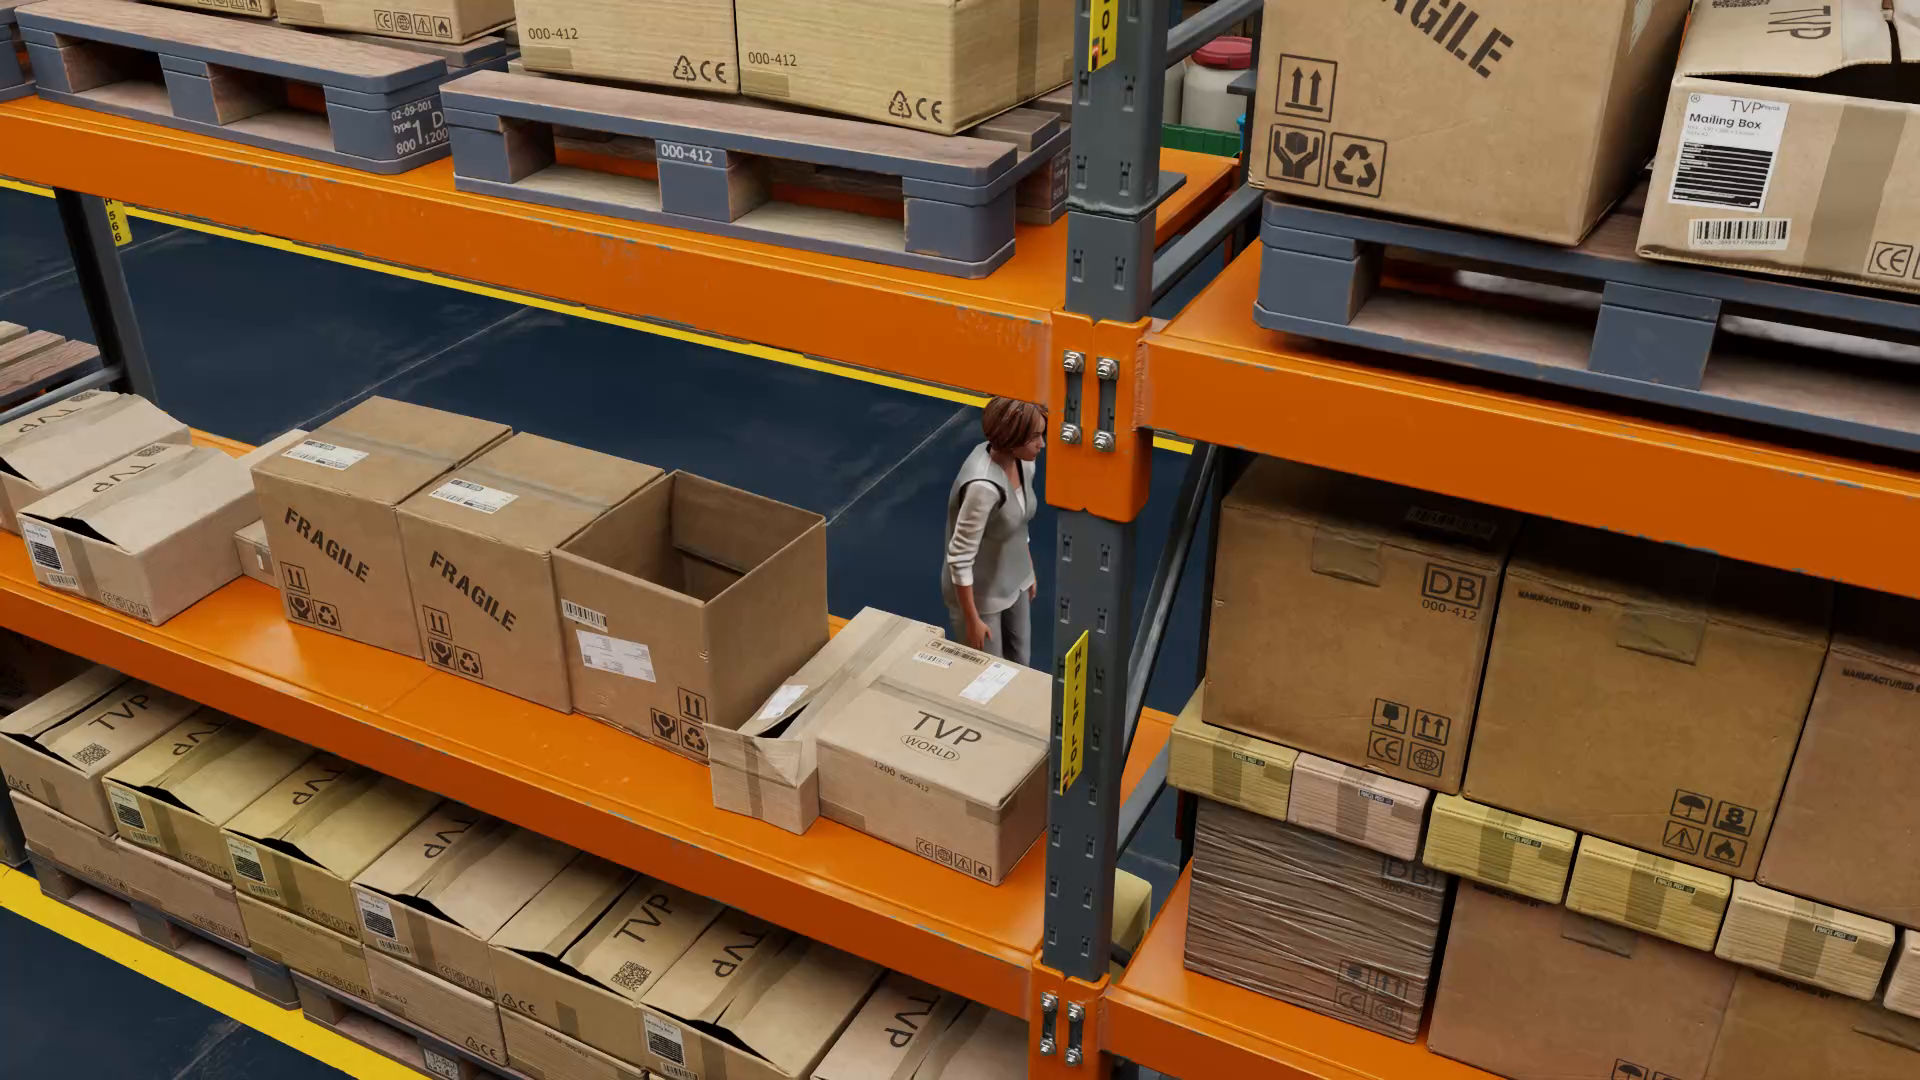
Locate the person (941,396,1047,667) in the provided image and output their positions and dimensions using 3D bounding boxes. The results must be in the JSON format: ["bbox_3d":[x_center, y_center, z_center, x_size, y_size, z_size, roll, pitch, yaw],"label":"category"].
[{"bbox_3d":[0.121,0.201,5.801,0.344,1.592,0.460,15,34,24],"label":"person"}]
